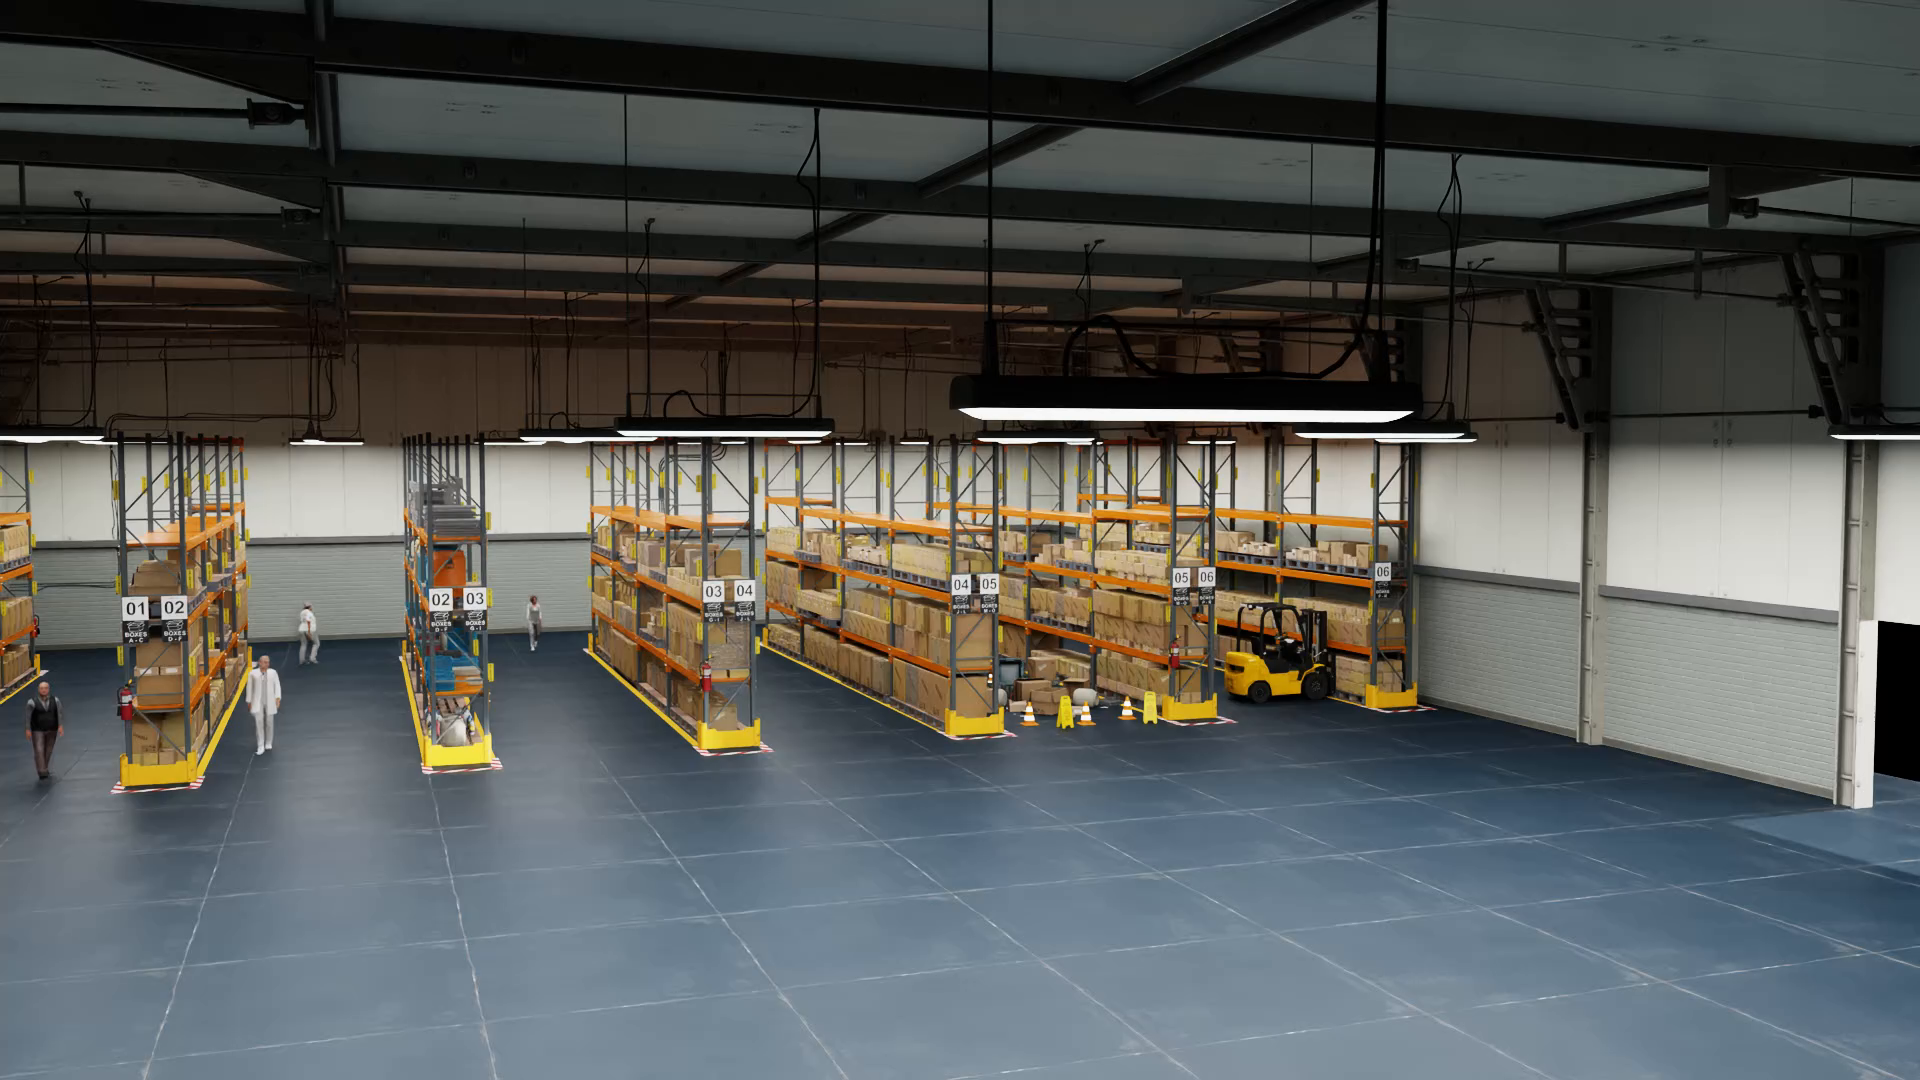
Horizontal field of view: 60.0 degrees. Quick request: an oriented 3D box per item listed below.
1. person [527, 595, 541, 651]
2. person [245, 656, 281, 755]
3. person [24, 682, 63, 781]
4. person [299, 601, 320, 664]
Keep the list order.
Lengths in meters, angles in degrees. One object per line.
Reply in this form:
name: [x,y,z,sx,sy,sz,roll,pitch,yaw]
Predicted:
person: [-12.035,2.327,46.944,0.413,1.562,0.760,-1,3,-22]
person: [-13.131,3.107,31.420,0.609,1.804,0.731,-2,4,-34]
person: [-15.712,3.277,28.590,1.070,1.660,0.566,3,4,41]
person: [-17.261,2.472,43.970,0.510,1.676,0.555,1,3,15]
